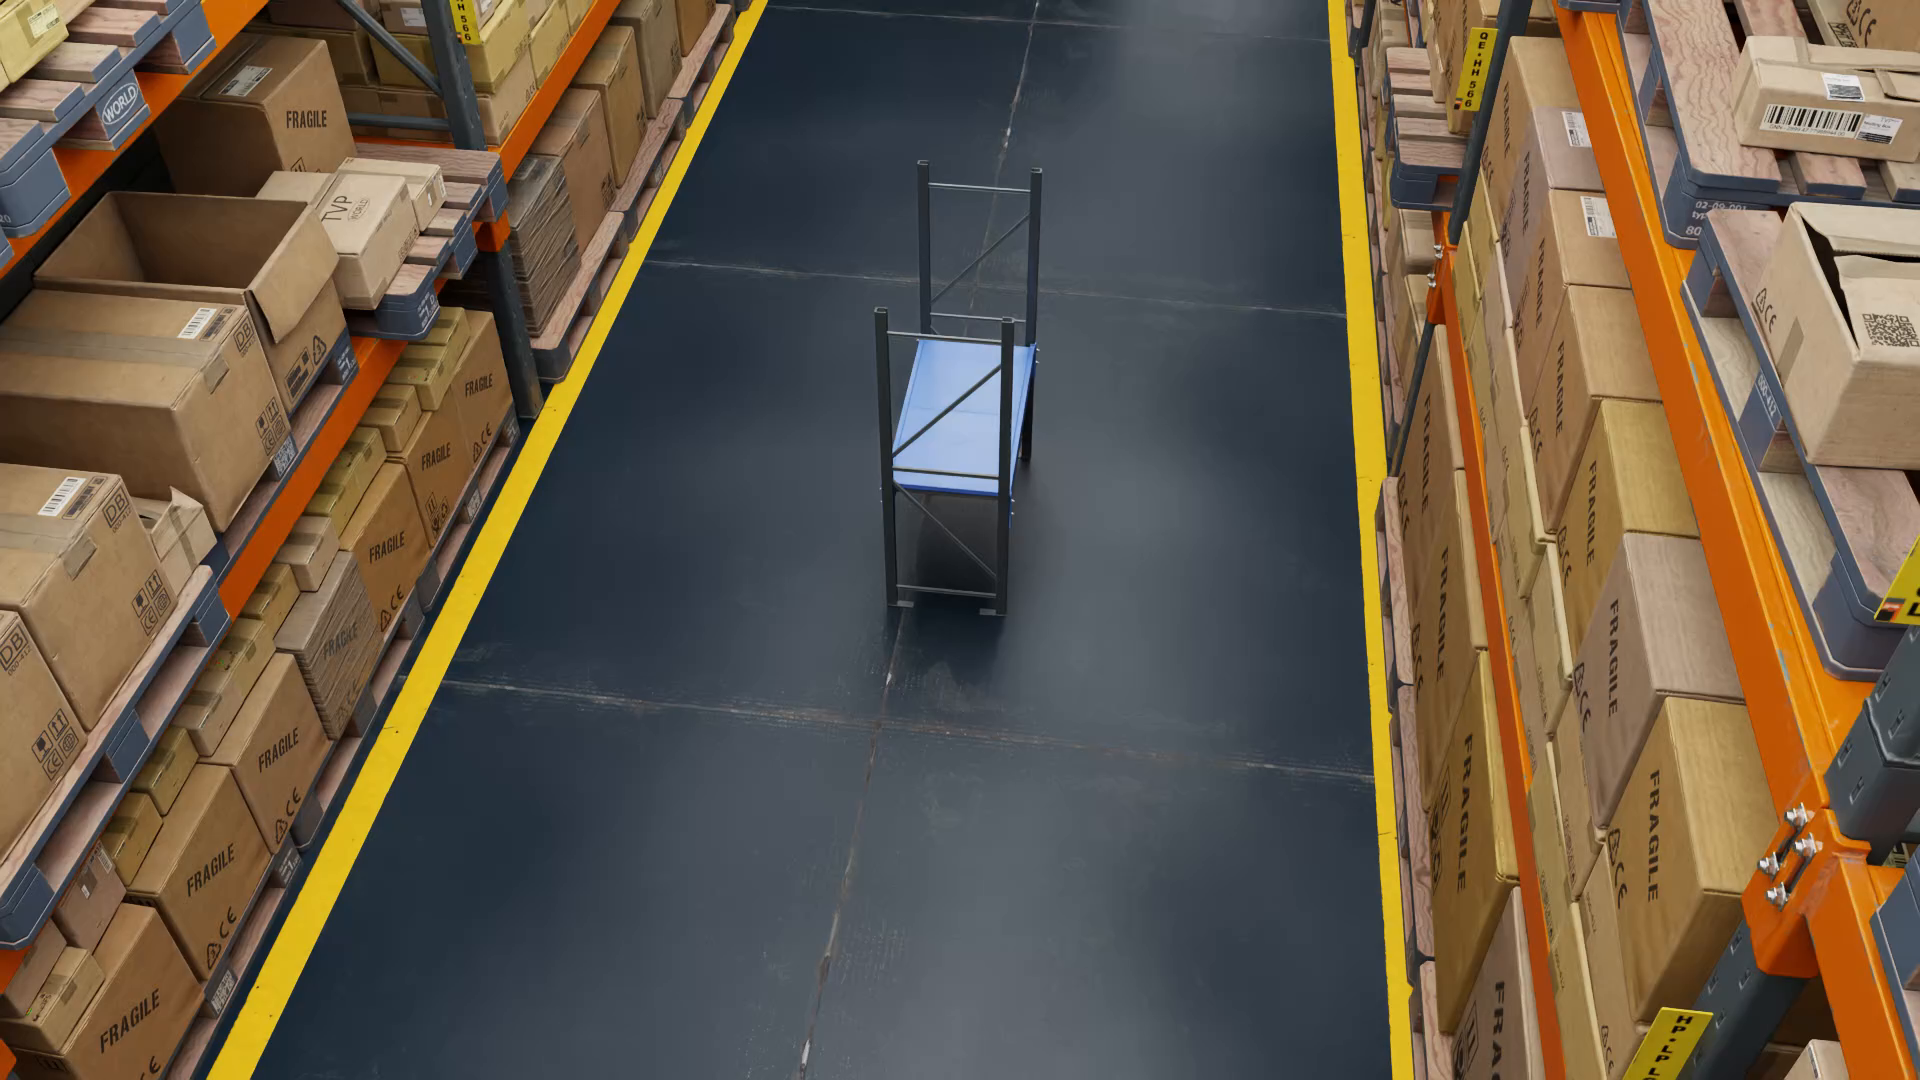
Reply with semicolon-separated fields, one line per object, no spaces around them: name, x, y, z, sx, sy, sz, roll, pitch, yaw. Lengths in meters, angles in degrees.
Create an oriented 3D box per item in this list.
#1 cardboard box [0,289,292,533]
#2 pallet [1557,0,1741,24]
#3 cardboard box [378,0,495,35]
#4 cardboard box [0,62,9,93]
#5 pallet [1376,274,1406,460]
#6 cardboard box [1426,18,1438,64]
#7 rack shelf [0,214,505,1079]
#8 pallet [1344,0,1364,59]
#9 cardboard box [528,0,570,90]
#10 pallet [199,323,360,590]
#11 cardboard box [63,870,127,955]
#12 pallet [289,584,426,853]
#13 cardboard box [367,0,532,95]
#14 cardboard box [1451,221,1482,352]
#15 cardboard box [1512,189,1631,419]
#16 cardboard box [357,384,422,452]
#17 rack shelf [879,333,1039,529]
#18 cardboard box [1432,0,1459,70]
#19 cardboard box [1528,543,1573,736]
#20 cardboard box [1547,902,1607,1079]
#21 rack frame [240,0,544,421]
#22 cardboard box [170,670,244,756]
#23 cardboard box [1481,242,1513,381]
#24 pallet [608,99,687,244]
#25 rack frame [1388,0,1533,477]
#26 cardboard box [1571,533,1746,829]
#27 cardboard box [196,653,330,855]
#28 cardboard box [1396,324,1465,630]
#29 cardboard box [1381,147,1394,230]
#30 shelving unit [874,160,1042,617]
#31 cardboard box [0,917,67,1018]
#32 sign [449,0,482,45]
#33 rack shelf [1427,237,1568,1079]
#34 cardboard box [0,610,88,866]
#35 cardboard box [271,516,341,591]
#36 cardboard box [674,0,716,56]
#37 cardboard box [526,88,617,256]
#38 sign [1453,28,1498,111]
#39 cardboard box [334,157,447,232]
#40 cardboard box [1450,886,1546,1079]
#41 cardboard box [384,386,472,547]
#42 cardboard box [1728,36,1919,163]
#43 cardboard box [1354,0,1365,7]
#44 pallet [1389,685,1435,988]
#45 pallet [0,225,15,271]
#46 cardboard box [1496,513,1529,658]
cardboard box;-2.557;-0.399;5.112;0.700;0.500;0.500;5;44;5
pallet;2.402;-1.868;4.997;1.213;0.211;1.003;7;44;7
cardboard box;-2.152;-2.202;6.849;0.380;0.149;0.250;6;44;7
cardboard box;-2.449;-1.064;3.815;0.380;0.149;0.250;5;44;5
pallet;2.539;-0.811;7.953;1.003;0.211;1.213;5;44;6
cardboard box;2.238;-2.133;7.198;0.380;0.149;0.250;3;44;4
rack shelf;-2.751;-0.115;5.713;1.077;0.370;4.000;5;44;6
pallet;3.017;-3.465;10.756;1.003;0.211;1.213;5;44;6
cardboard box;-2.114;-2.307;7.614;0.500;0.250;0.500;4;44;5
pallet;-2.739;-0.344;5.571;1.003;0.211;1.213;5;44;6
cardboard box;-2.744;1.090;4.958;0.380;0.149;0.250;4;44;4
pallet;-2.786;0.608;6.455;1.003;0.211;1.213;5;44;6
cardboard box;-2.161;-2.144;7.079;0.500;0.250;0.500;5;44;5
cardboard box;2.120;-0.926;6.155;0.500;0.250;0.500;5;44;5
cardboard box;1.987;-0.686;4.993;0.500;0.500;0.500;6;44;7
cardboard box;-2.384;-0.496;6.633;0.380;0.149;0.250;4;44;4
rack shelf;0.011;-0.472;6.919;0.538;0.185;1.000;5;44;6
cardboard box;2.276;-2.276;6.878;0.500;0.500;0.500;5;44;5
cardboard box;1.844;0.291;4.507;0.500;0.250;0.500;6;44;7
cardboard box;1.715;1.161;3.951;0.500;0.250;0.500;4;44;5
rack frame;-2.486;-1.739;6.905;1.000;3.000;0.127;5;44;6
cardboard box;-2.629;0.559;5.518;0.380;0.149;0.250;5;44;5
cardboard box;2.053;-0.743;5.598;0.500;0.250;0.500;6;44;7
pallet;-2.175;-2.113;9.328;1.003;0.211;1.213;5;44;6
rack frame;2.434;-1.291;6.432;1.000;3.000;0.127;5;44;6
cardboard box;1.777;0.355;3.893;0.500;0.500;0.500;6;44;6
cardboard box;-2.597;0.729;5.811;0.500;0.500;0.500;4;44;4
cardboard box;2.261;-0.209;6.528;0.875;0.875;0.875;5;44;5
cardboard box;2.714;-1.893;8.674;0.950;0.372;0.625;7;44;7
shelving unit;0.011;-0.603;6.796;0.538;1.500;1.048;5;44;6
cardboard box;-2.764;1.172;4.655;0.380;0.149;0.250;5;44;5
sign;-1.947;-2.088;6.489;0.100;0.325;0.005;5;44;6
rack shelf;2.170;0.334;5.239;1.077;0.370;4.000;5;44;6
cardboard box;-2.729;0.489;4.174;0.700;0.500;0.500;6;44;7
cardboard box;-2.504;0.041;6.066;0.380;0.149;0.250;3;44;4
cardboard box;-2.015;-3.399;10.080;0.875;0.625;0.625;7;44;7
cardboard box;-2.312;-1.899;8.496;0.875;0.625;0.625;7;44;7
sign;1.895;-1.725;6.106;0.100;0.325;0.005;5;44;6
cardboard box;-2.193;-1.318;6.338;0.380;0.149;0.250;6;44;6
cardboard box;1.908;1.625;4.593;0.875;0.875;0.875;6;44;7
cardboard box;-2.406;-0.336;6.936;0.500;0.500;0.500;5;44;5
cardboard box;2.007;-1.024;3.832;0.380;0.166;0.250;9;44;9
cardboard box;2.775;-3.598;10.563;0.500;0.250;0.500;7;44;7
pallet;2.092;1.081;5.954;1.003;0.211;1.213;5;44;6
pallet;-2.859;-0.472;3.522;1.213;0.211;1.003;5;44;6
cardboard box;1.933;0.120;5.051;0.500;0.250;0.500;5;44;6
